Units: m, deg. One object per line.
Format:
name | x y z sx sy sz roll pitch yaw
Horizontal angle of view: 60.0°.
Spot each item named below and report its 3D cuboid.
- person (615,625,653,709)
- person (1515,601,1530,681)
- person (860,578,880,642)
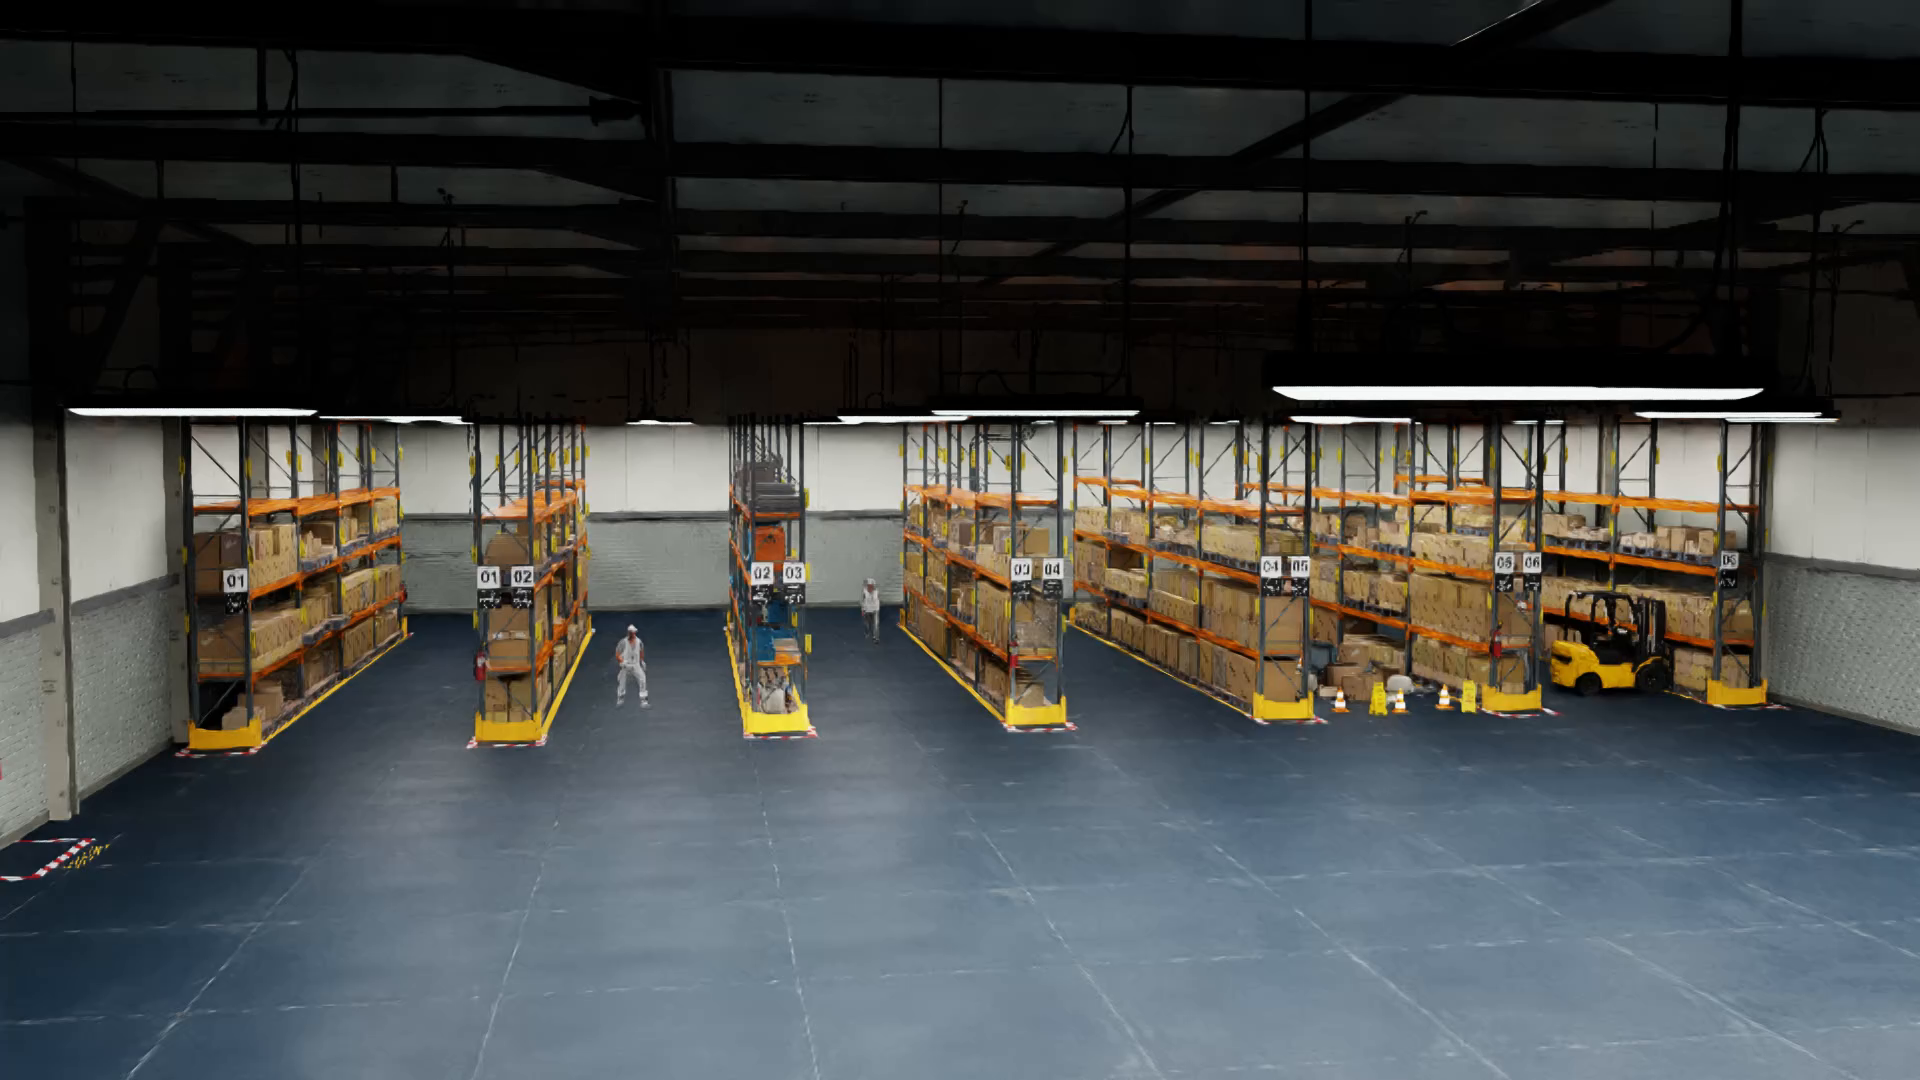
person | -6.673 2.559 33.738 0.684 1.715 0.844 -2 4 -26
person | 12.581 2.268 37.452 0.498 1.784 0.614 1 4 20
person | -2.388 1.851 44.320 0.543 1.700 1.115 0 4 -7
